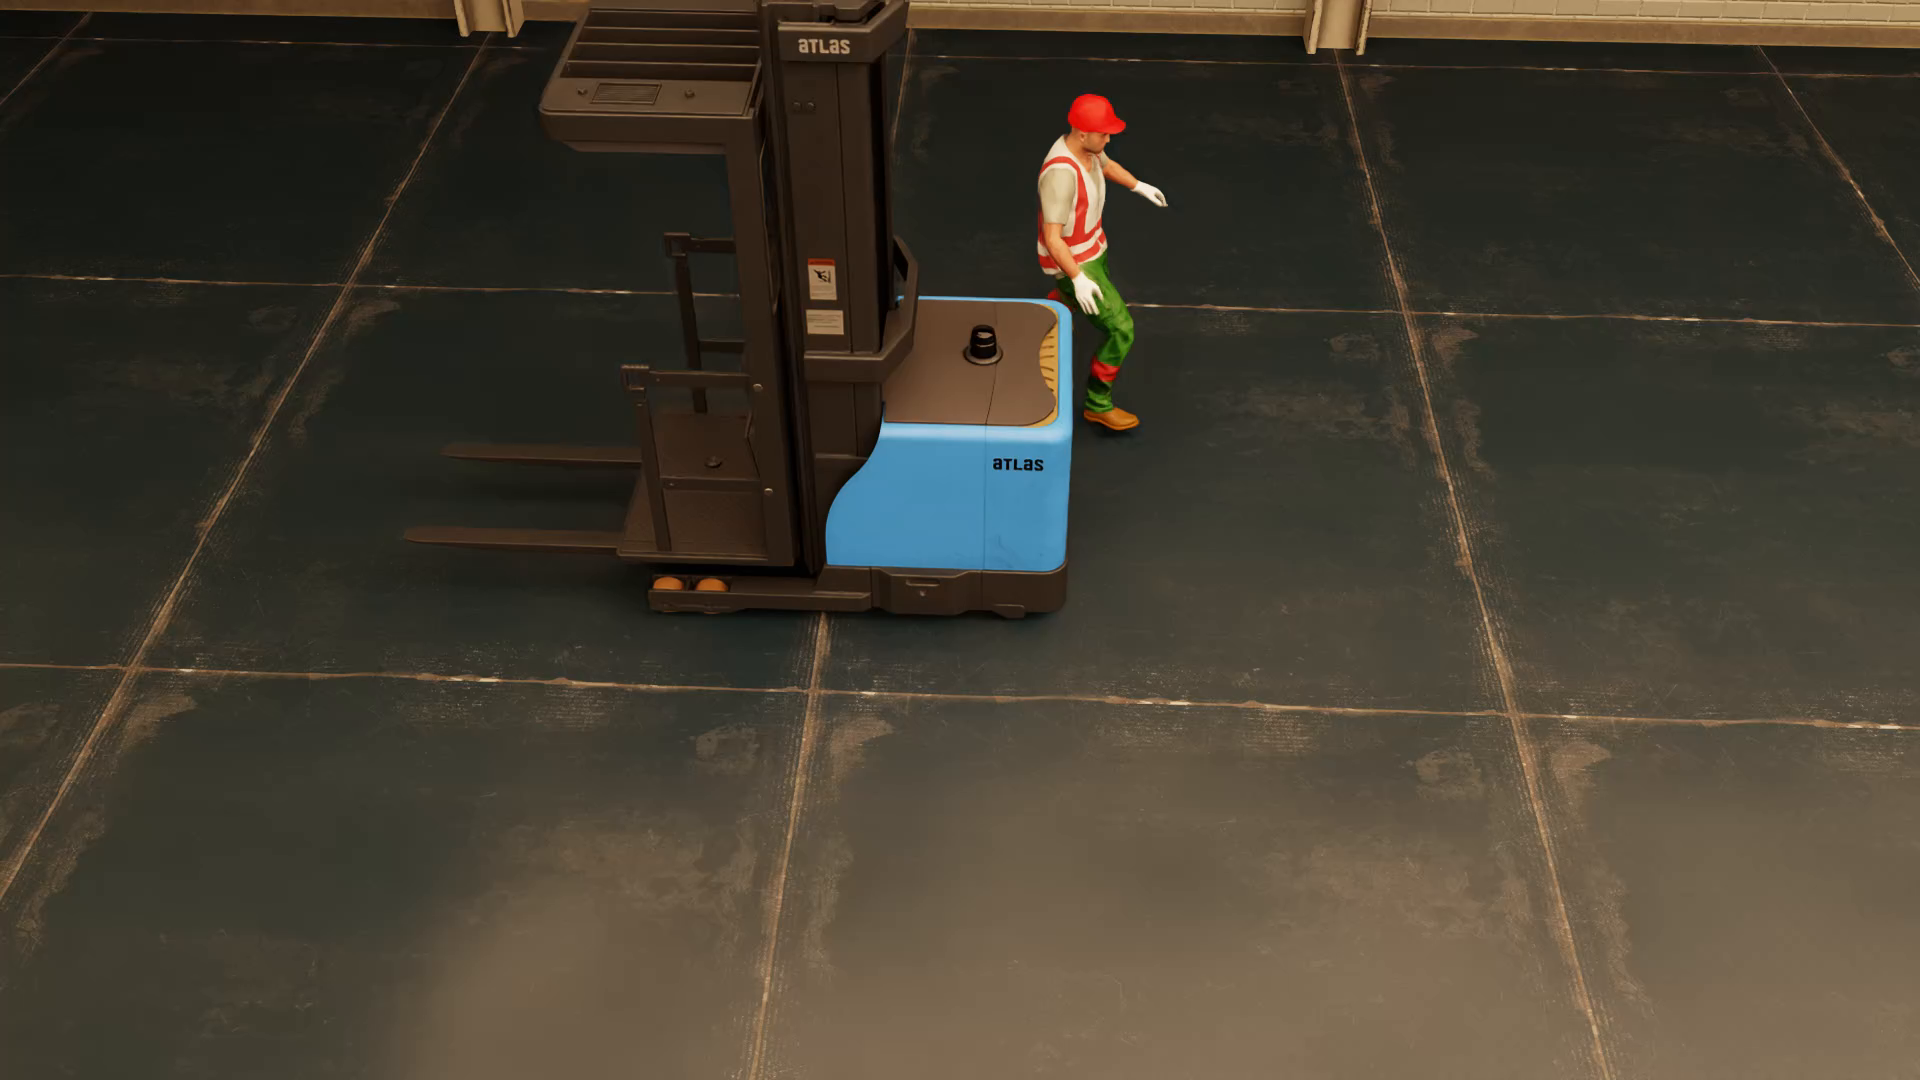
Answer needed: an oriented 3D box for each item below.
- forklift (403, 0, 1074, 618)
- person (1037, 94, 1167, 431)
[{"bbox_3d":[-1.015,-1.101,6.949,3.031,2.935,1.130,2,42,2],"label":"forklift"},{"bbox_3d":[0.660,-1.486,8.373,0.833,1.636,1.009,13,44,14],"label":"person"}]
